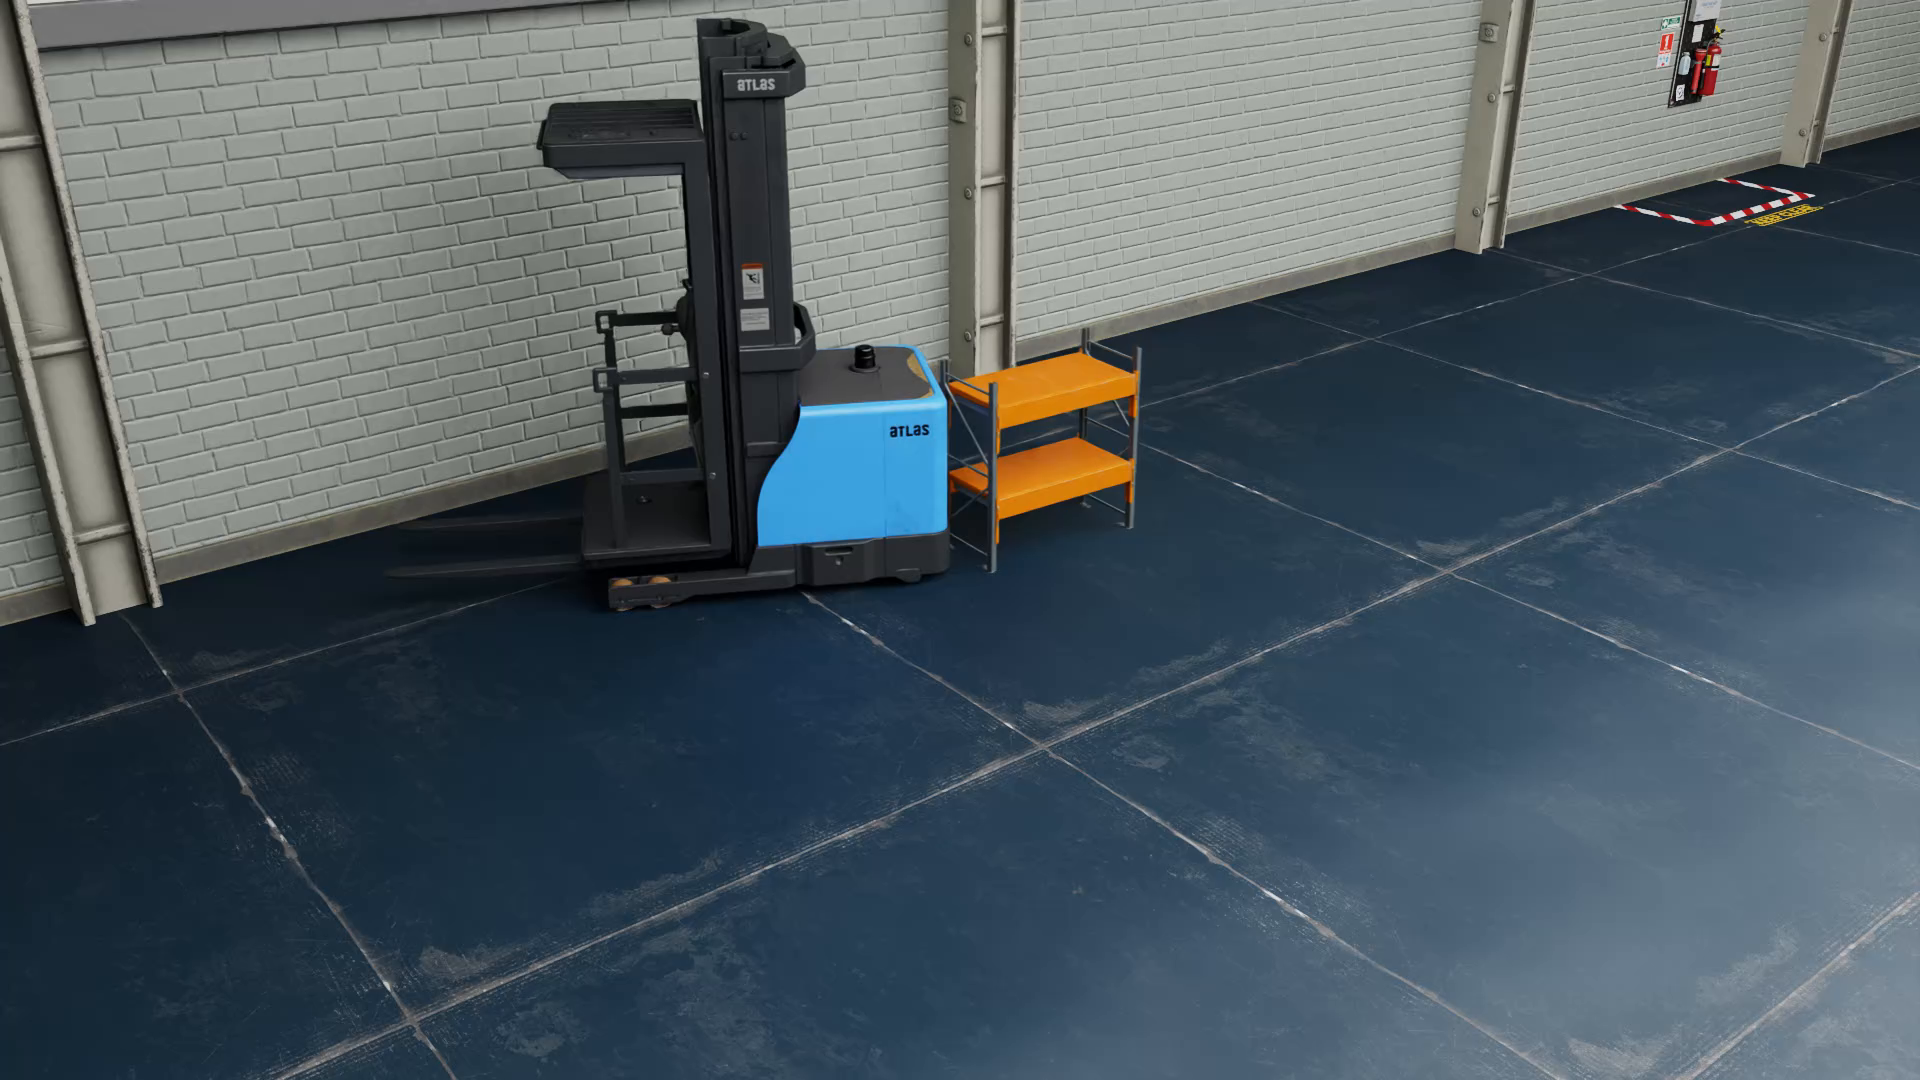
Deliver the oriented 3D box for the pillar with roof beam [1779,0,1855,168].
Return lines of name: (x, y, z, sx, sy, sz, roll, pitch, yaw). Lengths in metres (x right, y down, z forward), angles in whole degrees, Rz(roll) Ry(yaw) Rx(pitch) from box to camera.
pillar with roof beam: (12.265, -6.978, 14.097, 0.400, 9.000, 9.100, -18, 31, -34)

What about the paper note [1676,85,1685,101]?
paper note: (7.458, -4.631, 17.212, 0.142, 0.148, 0.016, -18, 31, -34)

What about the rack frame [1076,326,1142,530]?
rack frame: (0.874, -0.659, 9.835, 0.032, 1.125, 0.500, -17, 30, -32)

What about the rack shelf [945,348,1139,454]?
rack shelf: (0.460, -0.801, 9.444, 1.000, 0.278, 0.538, -17, 30, -32)

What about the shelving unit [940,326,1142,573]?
shelving unit: (0.460, -0.535, 9.567, 1.048, 1.125, 0.538, -17, 30, -32)

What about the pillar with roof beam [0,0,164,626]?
pillar with roof beam: (-1.900, -2.303, 4.022, 0.400, 9.000, 9.100, -18, 31, -34)

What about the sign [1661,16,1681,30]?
sign: (7.151, -5.199, 16.718, 0.331, 0.109, 0.001, -18, 31, -34)

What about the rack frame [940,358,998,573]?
rack frame: (0.046, -0.411, 9.300, 0.032, 1.125, 0.500, -17, 30, -32)

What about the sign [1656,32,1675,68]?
sign: (7.142, -4.961, 16.833, 0.234, 0.329, 0.001, -18, 31, -34)

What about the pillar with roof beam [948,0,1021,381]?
pillar with roof beam: (2.822, -3.861, 7.380, 0.400, 9.000, 9.100, -18, 31, -34)

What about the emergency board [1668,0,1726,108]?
emergency board: (7.640, -5.054, 17.077, 0.643, 1.169, 0.194, -18, 31, -34)

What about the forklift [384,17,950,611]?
forklift: (-1.622, -1.189, 8.831, 3.031, 2.935, 1.130, -4, 25, -9)

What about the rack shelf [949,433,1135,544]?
rack shelf: (0.460, -0.313, 9.670, 1.000, 0.278, 0.538, -17, 30, -32)

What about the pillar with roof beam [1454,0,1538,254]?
pillar with roof beam: (7.543, -5.420, 10.739, 0.400, 9.000, 9.100, -18, 31, -34)
